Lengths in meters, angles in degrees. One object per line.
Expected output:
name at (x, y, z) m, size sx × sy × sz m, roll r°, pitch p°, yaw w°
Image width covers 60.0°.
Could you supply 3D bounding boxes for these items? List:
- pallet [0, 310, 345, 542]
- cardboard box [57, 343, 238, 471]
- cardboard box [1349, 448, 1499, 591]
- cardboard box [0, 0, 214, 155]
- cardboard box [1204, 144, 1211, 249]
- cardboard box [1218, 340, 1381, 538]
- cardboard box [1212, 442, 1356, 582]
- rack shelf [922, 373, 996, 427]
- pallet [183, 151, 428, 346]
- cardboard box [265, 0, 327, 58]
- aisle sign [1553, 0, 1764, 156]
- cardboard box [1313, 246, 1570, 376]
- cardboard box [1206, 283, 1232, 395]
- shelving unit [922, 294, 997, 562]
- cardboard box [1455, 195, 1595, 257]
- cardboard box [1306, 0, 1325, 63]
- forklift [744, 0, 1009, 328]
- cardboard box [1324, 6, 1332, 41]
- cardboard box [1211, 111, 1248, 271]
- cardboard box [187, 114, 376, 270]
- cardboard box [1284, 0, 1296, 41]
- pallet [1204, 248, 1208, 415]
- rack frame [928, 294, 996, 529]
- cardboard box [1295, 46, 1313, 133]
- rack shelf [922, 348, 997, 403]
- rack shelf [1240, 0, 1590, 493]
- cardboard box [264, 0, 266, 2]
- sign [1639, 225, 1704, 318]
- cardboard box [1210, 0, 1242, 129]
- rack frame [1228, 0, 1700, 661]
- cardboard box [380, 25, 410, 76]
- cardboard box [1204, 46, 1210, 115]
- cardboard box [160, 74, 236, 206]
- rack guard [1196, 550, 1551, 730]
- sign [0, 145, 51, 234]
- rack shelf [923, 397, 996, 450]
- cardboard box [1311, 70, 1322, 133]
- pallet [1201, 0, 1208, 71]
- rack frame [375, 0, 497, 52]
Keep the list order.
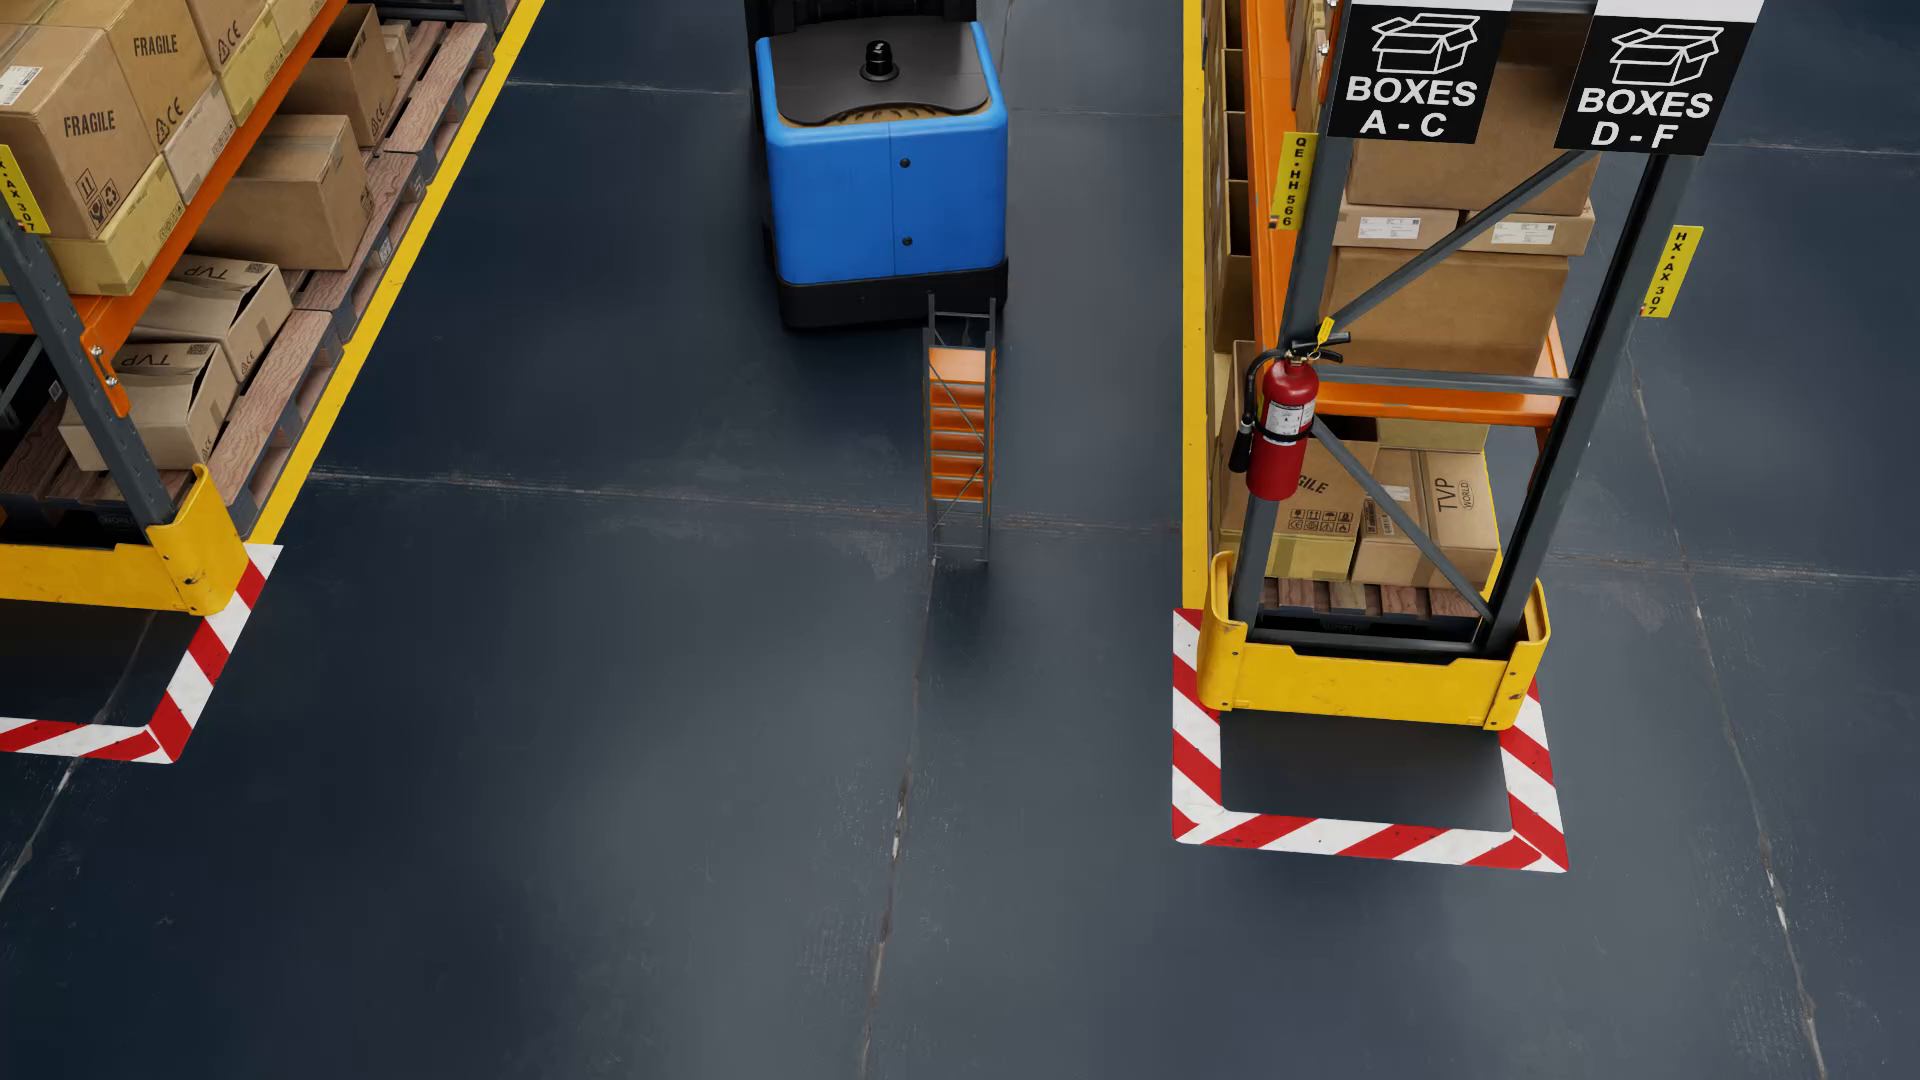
pallet at (-3.335, -0.532, 7.094) m, size 1.003 × 0.211 × 1.213 m, roll 4°, pitch 48°, yaw 4°
cardboard box at (-3.298, -0.566, 6.759) m, size 0.500 × 0.311 × 0.500 m, roll -1°, pitch 48°, yaw -1°
cardboard box at (1.753, -0.085, 6.374) m, size 0.500 × 0.250 × 0.500 m, roll 4°, pitch 48°, yaw 4°
cardboard box at (-3.053, -1.725, 5.875) m, size 0.500 × 0.500 × 0.500 m, roll 4°, pitch 48°, yaw 4°
cardboard box at (1.401, -1.591, 7.751) m, size 0.500 × 0.250 × 0.500 m, roll 4°, pitch 48°, yaw 4°
cardboard box at (1.235, -0.373, 6.129) m, size 0.500 × 0.500 × 0.500 m, roll 4°, pitch 48°, yaw 4°
cardboard box at (1.237, -0.120, 6.406) m, size 0.500 × 0.250 × 0.500 m, roll 4°, pitch 48°, yaw 4°
rack shelf at (-0.001, -0.526, 6.153) m, size 0.258 × 0.103 × 0.180 m, roll 4°, pitch 48°, yaw 4°
pallet at (-3.221, -1.426, 7.911) m, size 1.003 × 0.211 × 1.213 m, roll 4°, pitch 48°, yaw 4°
cardboard box at (-2.957, -2.244, 6.858) m, size 0.500 × 0.250 × 0.500 m, roll 4°, pitch 48°, yaw 4°
aisle sign at (1.781, -1.301, 4.145) m, size 0.394 × 0.787 × 0.004 m, roll 4°, pitch 48°, yaw 4°
cardboard box at (1.538, -0.868, 5.444) m, size 0.700 × 0.500 × 0.500 m, roll 4°, pitch 48°, yaw 4°
cardboard box at (1.314, -0.856, 7.079) m, size 0.500 × 0.250 × 0.500 m, roll 4°, pitch 48°, yaw 4°
shelving unit at (-0.001, -0.394, 6.298) m, size 0.258 × 1.200 × 0.189 m, roll 4°, pitch 48°, yaw 4°
cardboard box at (1.733, -1.019, 5.142) m, size 0.380 × 0.149 × 0.250 m, roll 4°, pitch 48°, yaw 3°
cardboard box at (1.422, -1.797, 5.853) m, size 0.380 × 0.149 × 0.250 m, roll 5°, pitch 48°, yaw 5°
forklift at (-0.500, -3.051, 7.554) m, size 1.130 × 2.935 × 3.031 m, roll -6°, pitch 48°, yaw -5°
cardboard box at (1.585, -1.732, 5.354) m, size 0.700 × 0.500 × 0.500 m, roll 3°, pitch 48°, yaw 3°
cardboard box at (1.358, -1.476, 7.138) m, size 0.500 × 0.500 × 0.500 m, roll 4°, pitch 48°, yaw 4°
cardboard box at (-3.130, -1.585, 7.562) m, size 0.700 × 0.500 × 0.500 m, roll 1°, pitch 48°, yaw 1°
cardboard box at (1.722, -2.382, 6.829) m, size 0.700 × 0.500 × 0.500 m, roll 5°, pitch 48°, yaw 4°
pallet at (1.624, -1.010, 7.531) m, size 1.003 × 0.211 × 1.213 m, roll 4°, pitch 48°, yaw 4°
rack frame at (0.007, -0.462, 6.359) m, size 0.240 × 1.200 × 0.006 m, roll 4°, pitch 48°, yaw 4°
cardboard box at (1.632, -1.619, 6.130) m, size 0.700 × 0.500 × 0.500 m, roll 4°, pitch 48°, yaw 4°
rack shelf at (-0.001, -0.607, 6.065) m, size 0.258 × 0.103 × 0.180 m, roll 4°, pitch 48°, yaw 4°
rack shelf at (1.665, -1.719, 6.777) m, size 1.077 × 0.370 × 4.000 m, roll 4°, pitch 48°, yaw 4°
cardboard box at (-2.965, -2.484, 6.569) m, size 0.500 × 0.500 × 0.500 m, roll 5°, pitch 48°, yaw 5°
sign at (2.035, -0.769, 4.781) m, size 0.100 × 0.325 × 0.005 m, roll 4°, pitch 48°, yaw 4°
cardboard box at (1.455, -2.211, 7.810) m, size 0.500 × 0.500 × 0.500 m, roll 4°, pitch 48°, yaw 4°
rack frame at (1.482, -0.492, 5.168) m, size 1.000 × 3.000 × 0.127 m, roll 4°, pitch 48°, yaw 4°
cardboard box at (-3.105, -2.559, 8.680) m, size 0.380 × 0.166 × 0.250 m, roll -2°, pitch 48°, yaw -2°
cardboard box at (1.503, -2.325, 8.423) m, size 0.500 × 0.250 × 0.500 m, roll 4°, pitch 48°, yaw 4°
cardboard box at (-3.057, -1.499, 6.176) m, size 0.500 × 0.250 × 0.500 m, roll 3°, pitch 48°, yaw 2°
rack guard at (1.480, 0.369, 6.074) m, size 1.175 × 0.500 × 0.348 m, roll 4°, pitch 48°, yaw 4°
sign at (-2.911, -1.079, 5.117) m, size 0.100 × 0.325 × 0.005 m, roll 4°, pitch 48°, yaw 4°
rack shelf at (-0.001, -0.445, 6.242) m, size 0.258 × 0.103 × 0.180 m, roll 4°, pitch 48°, yaw 4°
cardboard box at (1.373, -1.419, 5.508) m, size 0.380 × 0.149 × 0.250 m, roll 3°, pitch 48°, yaw 3°
pallet at (1.875, -3.035, 9.382) m, size 1.003 × 0.211 × 1.213 m, roll 4°, pitch 48°, yaw 4°
rack frame at (-3.086, -3.762, 8.158) m, size 1.000 × 3.000 × 0.127 m, roll 4°, pitch 48°, yaw 4°
